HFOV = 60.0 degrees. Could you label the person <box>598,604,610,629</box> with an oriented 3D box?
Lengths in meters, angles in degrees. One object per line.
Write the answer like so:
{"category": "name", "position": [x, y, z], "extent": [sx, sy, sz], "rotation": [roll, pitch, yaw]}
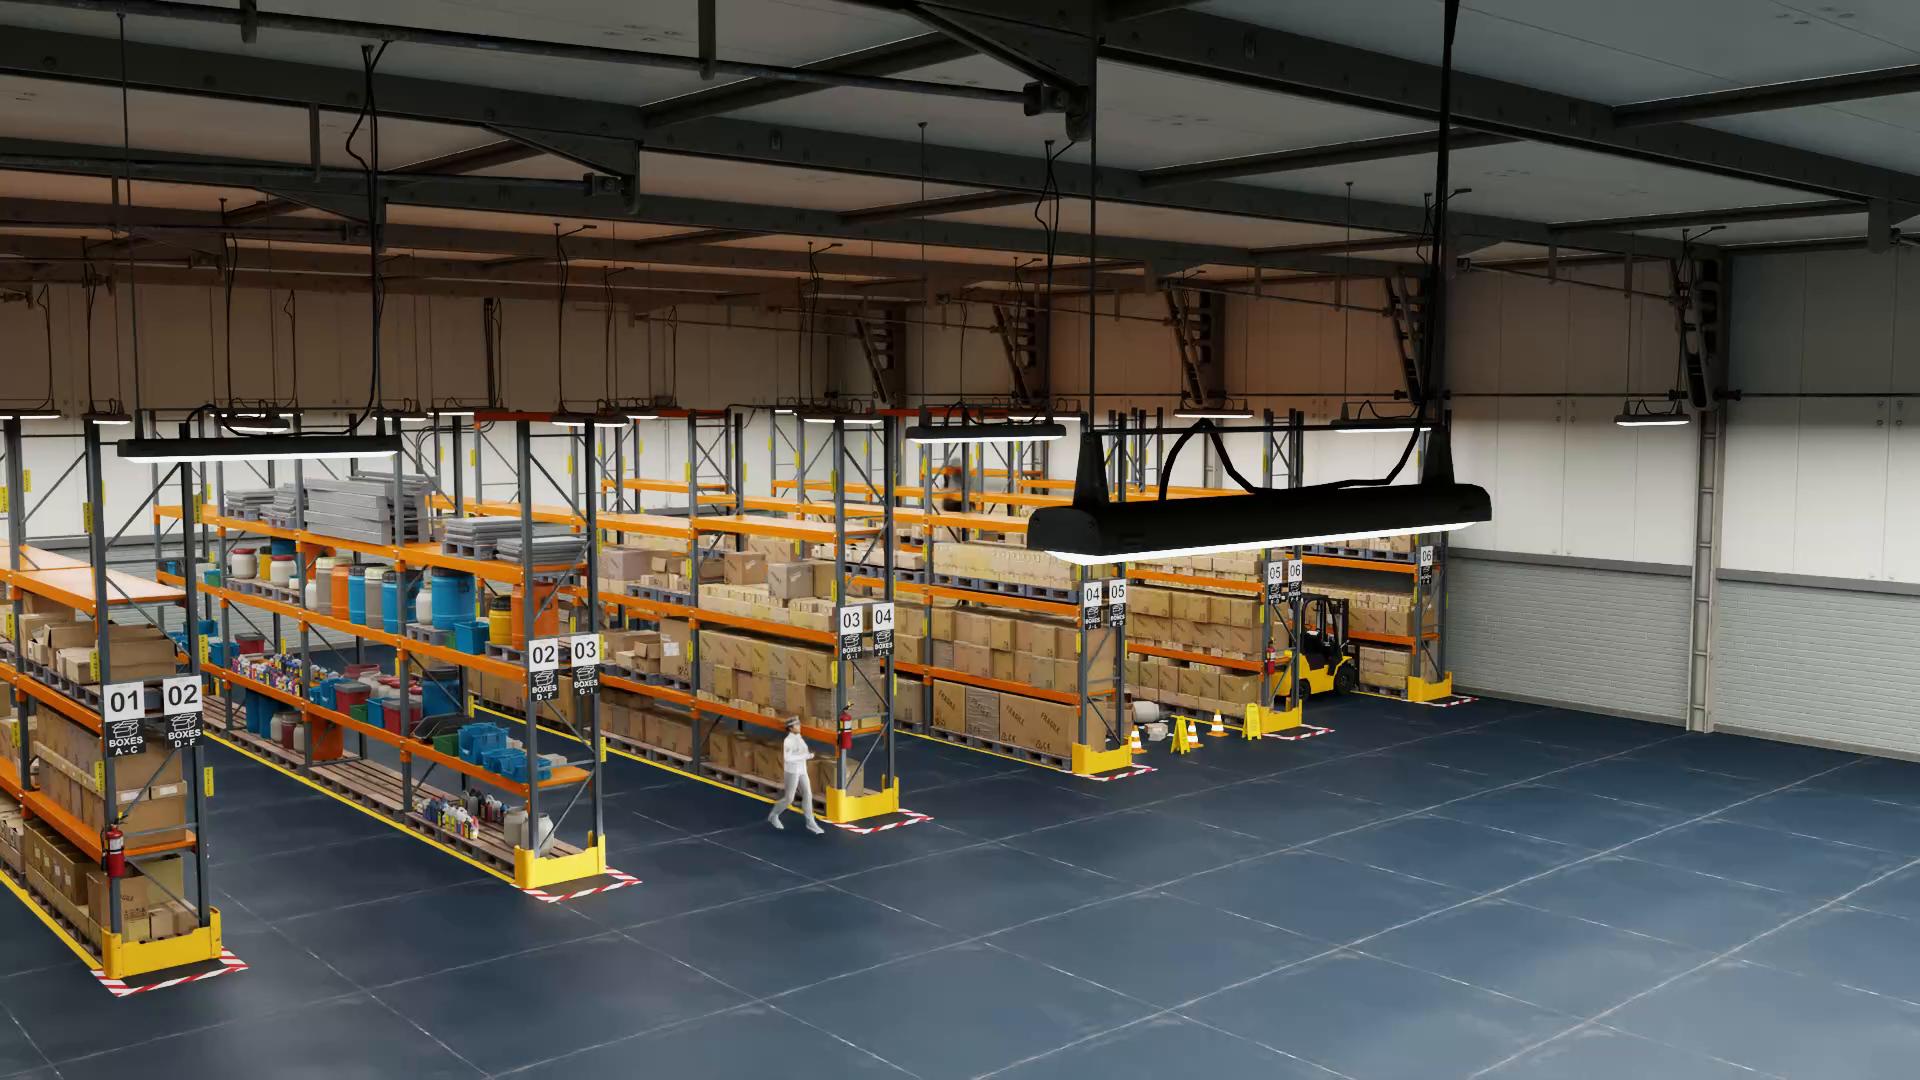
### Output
{"category": "person", "position": [-8.091, 2.233, 37.347], "extent": [0.516, 1.614, 0.694], "rotation": [-5, 7, -42]}

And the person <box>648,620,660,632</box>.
{"category": "person", "position": [-7.748, 1.740, 42.536], "extent": [0.699, 1.726, 0.701], "rotation": [2, 6, 24]}

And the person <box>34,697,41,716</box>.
{"category": "person", "position": [-17.149, 2.849, 30.620], "extent": [0.729, 1.706, 0.578], "rotation": [5, 7, 43]}

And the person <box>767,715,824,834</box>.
{"category": "person", "position": [-2.379, 3.362, 23.917], "extent": [0.855, 1.713, 0.584], "rotation": [2, 5, 21]}
